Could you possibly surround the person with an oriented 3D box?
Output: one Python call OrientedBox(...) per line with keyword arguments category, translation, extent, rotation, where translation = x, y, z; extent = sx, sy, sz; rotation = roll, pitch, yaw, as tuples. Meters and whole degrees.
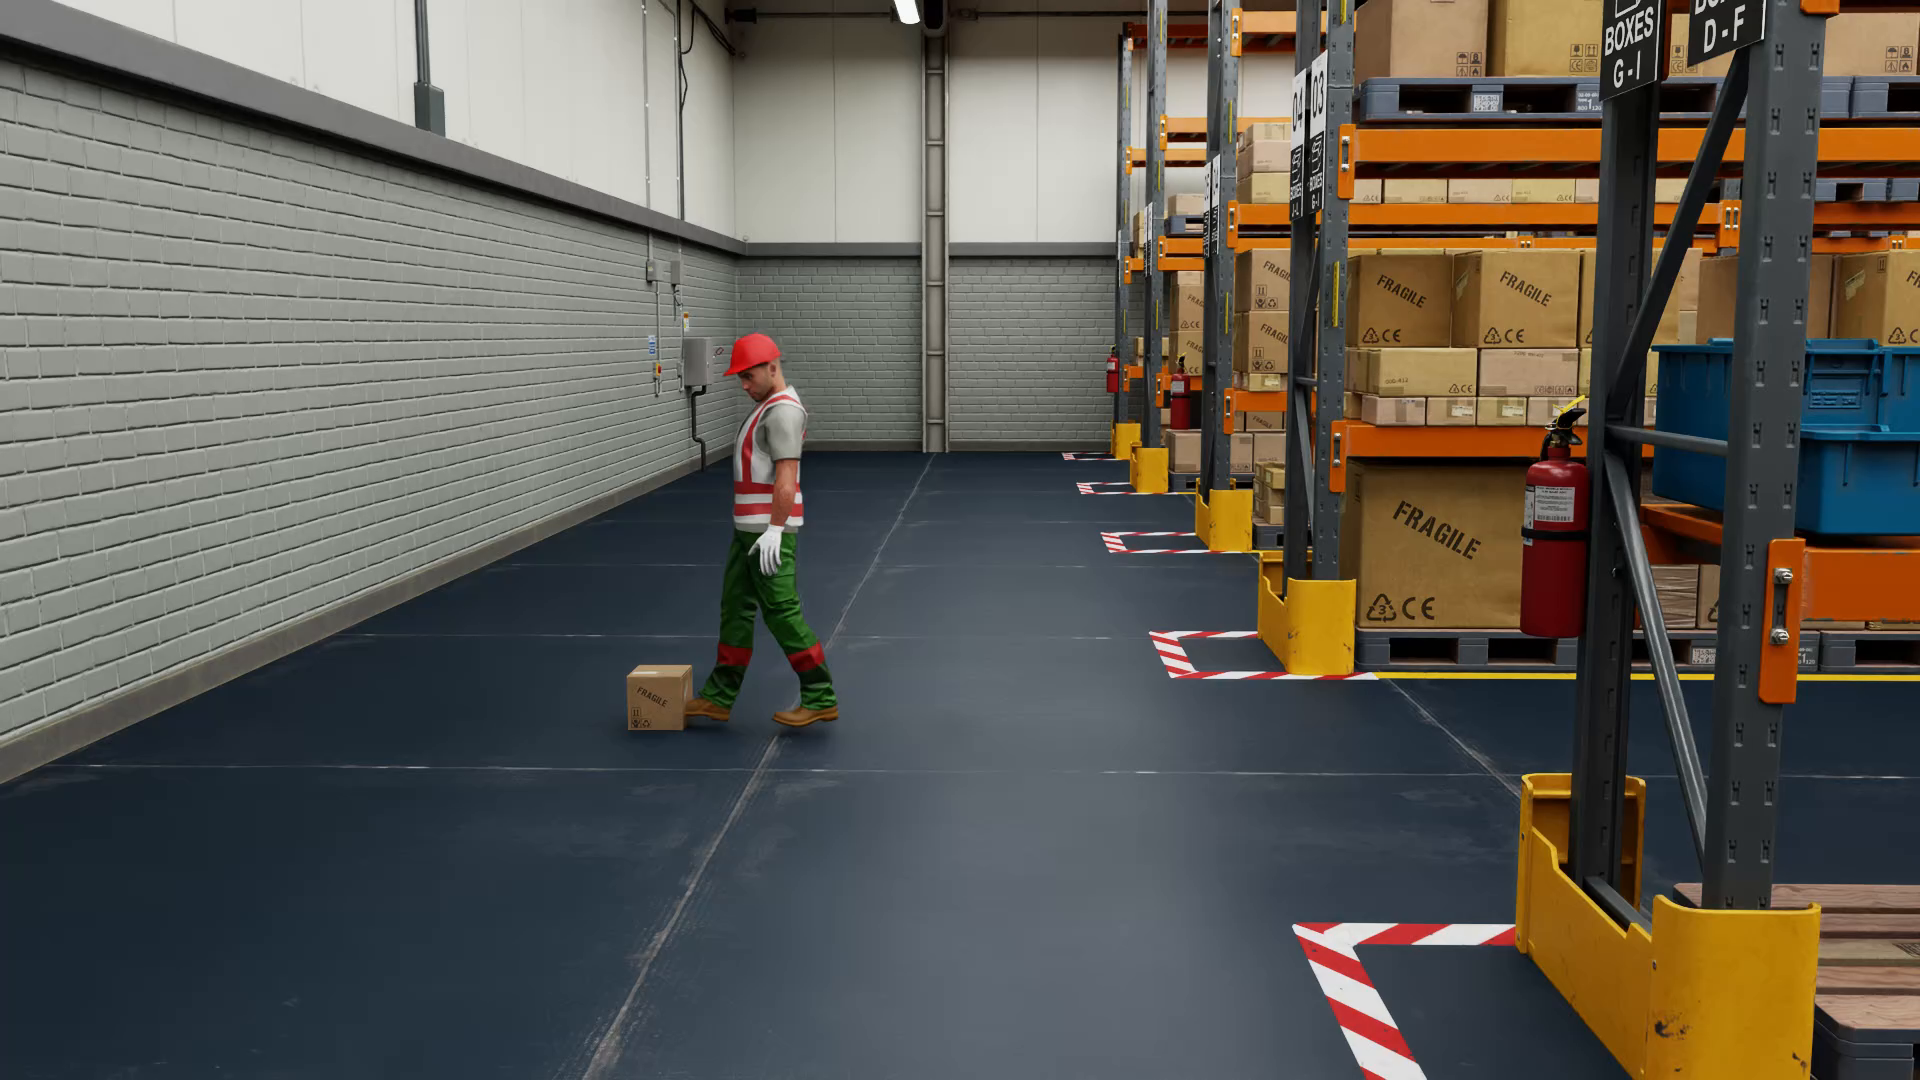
OrientedBox(category="person", translation=(-0.943, -0.035, 7.430), extent=(0.768, 1.763, 0.613), rotation=(-1, 7, -11))
